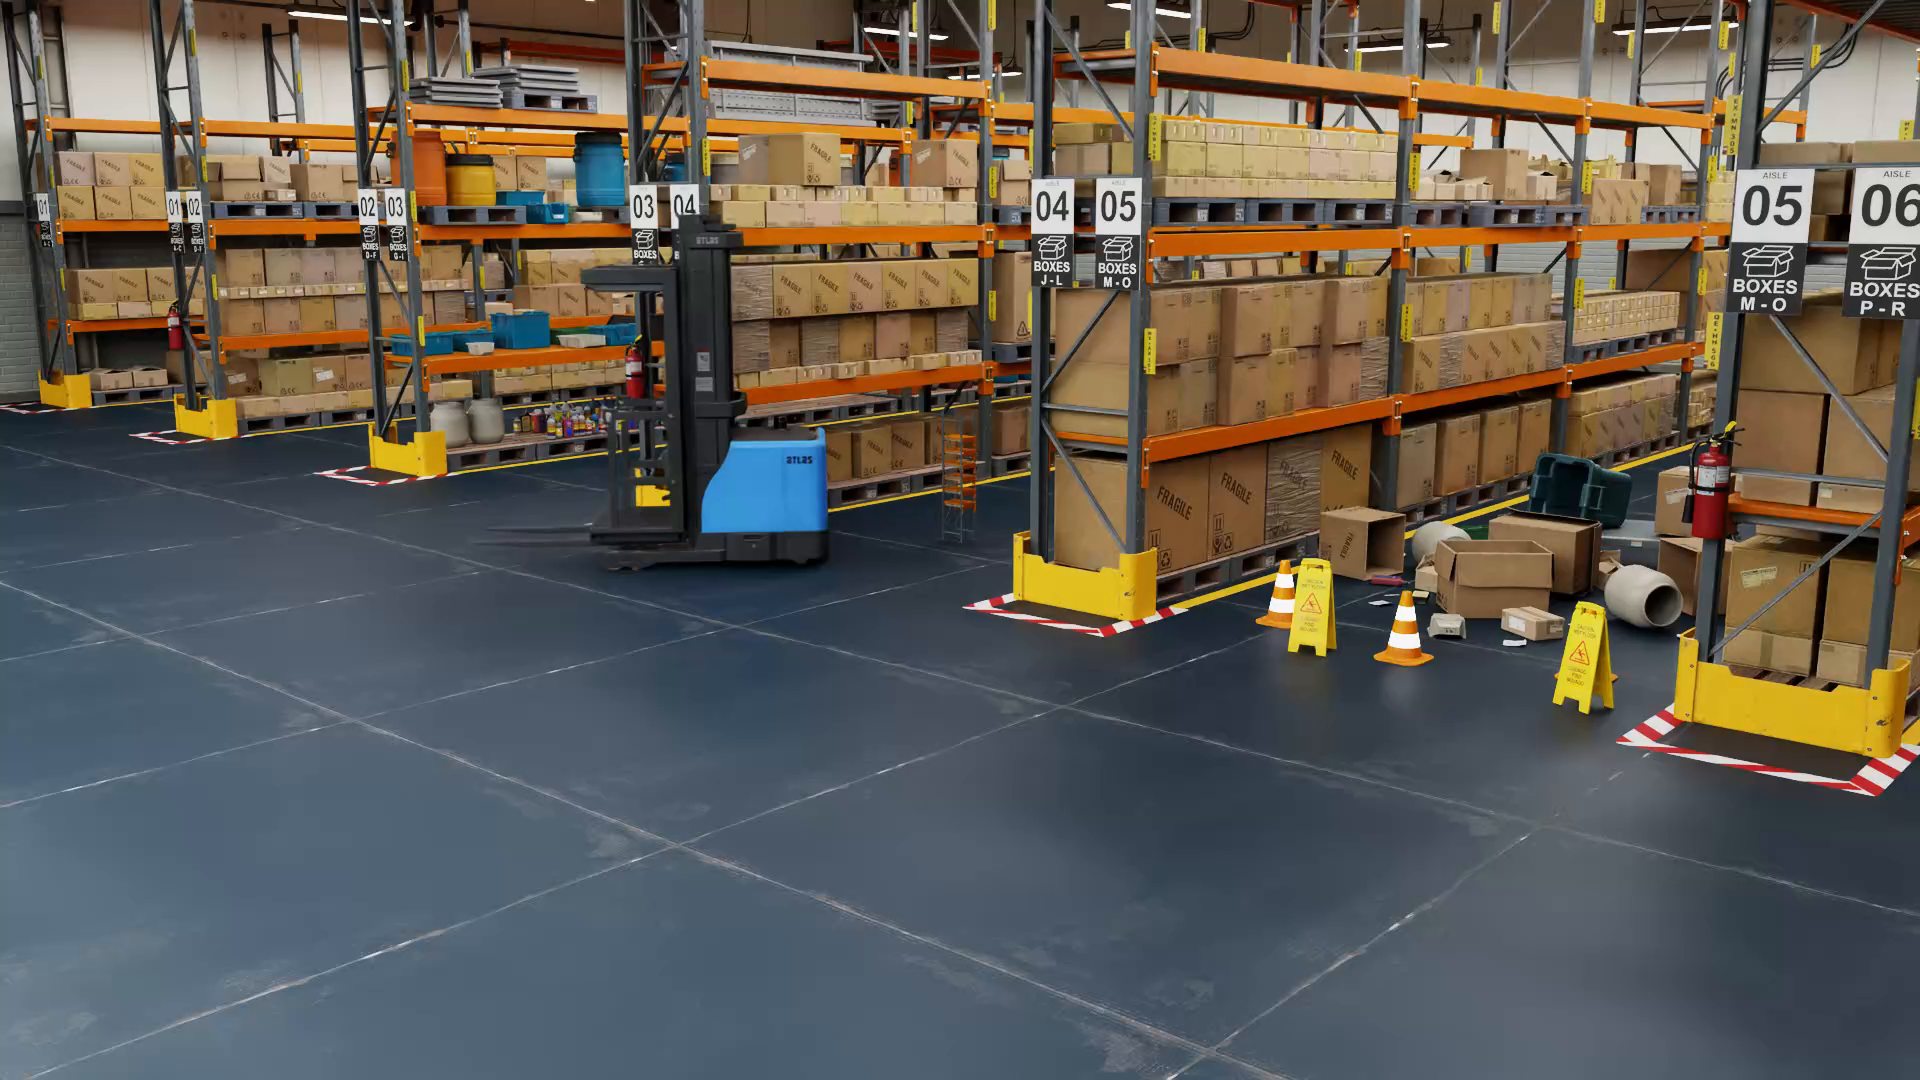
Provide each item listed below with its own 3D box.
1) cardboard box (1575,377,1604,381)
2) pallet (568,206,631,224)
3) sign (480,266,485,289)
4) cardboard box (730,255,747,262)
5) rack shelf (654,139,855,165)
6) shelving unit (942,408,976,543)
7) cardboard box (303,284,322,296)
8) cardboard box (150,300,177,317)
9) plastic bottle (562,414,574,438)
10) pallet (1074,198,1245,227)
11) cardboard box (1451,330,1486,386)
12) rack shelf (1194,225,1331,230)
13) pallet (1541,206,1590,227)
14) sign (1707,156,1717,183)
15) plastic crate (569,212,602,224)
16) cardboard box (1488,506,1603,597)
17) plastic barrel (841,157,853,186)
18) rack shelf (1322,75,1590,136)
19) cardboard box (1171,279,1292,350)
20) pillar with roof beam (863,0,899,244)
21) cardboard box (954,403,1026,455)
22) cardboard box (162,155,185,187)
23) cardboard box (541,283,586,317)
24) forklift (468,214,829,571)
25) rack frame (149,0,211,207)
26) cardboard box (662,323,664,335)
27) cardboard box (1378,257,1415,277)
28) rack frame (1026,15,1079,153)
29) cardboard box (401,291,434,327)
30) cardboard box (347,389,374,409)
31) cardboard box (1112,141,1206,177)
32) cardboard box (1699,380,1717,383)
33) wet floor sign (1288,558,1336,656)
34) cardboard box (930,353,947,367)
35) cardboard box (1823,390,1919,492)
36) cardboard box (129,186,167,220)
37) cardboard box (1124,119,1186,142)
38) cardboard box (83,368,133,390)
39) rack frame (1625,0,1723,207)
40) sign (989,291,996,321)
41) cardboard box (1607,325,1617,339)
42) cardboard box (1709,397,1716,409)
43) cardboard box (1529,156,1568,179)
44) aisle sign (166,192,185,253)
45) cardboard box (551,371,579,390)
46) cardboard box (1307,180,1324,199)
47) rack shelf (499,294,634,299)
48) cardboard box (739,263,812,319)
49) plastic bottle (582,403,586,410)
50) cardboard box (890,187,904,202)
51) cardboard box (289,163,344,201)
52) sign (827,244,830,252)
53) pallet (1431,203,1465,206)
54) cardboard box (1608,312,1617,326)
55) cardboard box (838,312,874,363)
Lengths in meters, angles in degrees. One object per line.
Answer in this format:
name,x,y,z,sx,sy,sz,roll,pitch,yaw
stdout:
cardboard box,7.503,-1.858,20.287,0.500,0.250,0.500,11,15,42
pallet,-4.184,-4.116,21.026,1.213,0.211,1.003,10,15,40
sign,-7.082,-3.890,24.654,0.100,0.325,0.005,10,15,40
cardboard box,-5.086,-5.646,35.095,0.980,0.700,0.700,9,15,39
rack shelf,-3.539,-6.774,29.046,1.077,0.370,4.000,10,15,40
shelving unit,-0.010,-0.586,15.122,0.258,1.200,0.189,10,15,40
cardboard box,-9.039,-3.459,22.996,0.380,0.149,0.250,9,14,38
cardboard box,-12.630,-3.669,26.292,0.500,0.250,0.500,9,15,39
plastic bottle,-4.828,-1.410,20.461,0.061,0.283,0.133,10,15,41
pallet,1.439,-2.510,12.726,1.003,0.211,1.213,10,15,40
cardboard box,4.812,-1.800,16.347,0.500,0.500,0.500,10,15,40
rack shelf,3.900,-4.218,22.886,1.077,0.370,4.000,10,15,40
pallet,5.853,-3.426,17.567,1.213,0.211,1.003,11,16,43
sign,9.298,-4.584,20.558,0.100,0.325,0.005,10,15,40
plastic crate,-4.537,-3.910,20.184,0.243,0.136,0.396,10,15,40
cardboard box,4.611,0.086,13.186,0.797,0.637,0.503,10,15,40
plastic barrel,-1.846,-5.069,24.035,0.600,0.901,0.600,0,11,0
rack shelf,4.918,-4.248,16.400,1.077,0.370,4.000,10,15,40
cardboard box,2.249,-1.877,13.850,0.875,0.550,0.500,10,15,40
pillar with roof beam,1.064,-8.798,36.323,9.100,9.000,0.548,10,15,40
cardboard box,0.360,-1.294,19.329,0.700,0.500,0.500,8,14,36
cardboard box,-12.744,-5.891,26.569,0.500,0.500,0.500,10,15,40
cardboard box,-6.302,-3.809,26.407,0.500,0.500,0.500,10,15,40
forklift,-2.666,-1.286,14.203,3.031,2.935,1.130,-1,11,-5
rack frame,-10.140,-5.851,21.571,1.000,3.000,0.127,10,15,40
cardboard box,-6.274,-4.354,33.808,0.750,0.750,0.750,10,15,41
cardboard box,7.011,-4.313,26.894,0.500,0.500,0.500,9,15,39
rack frame,1.499,-6.976,27.201,1.000,3.000,0.127,10,15,40
cardboard box,-8.131,-3.402,24.371,0.700,0.500,0.500,10,15,40
cardboard box,-8.628,-2.038,23.741,0.500,0.250,0.500,10,15,40
cardboard box,1.469,-2.808,12.288,0.500,0.250,0.500,10,15,40
cardboard box,10.313,-2.088,22.731,0.380,0.149,0.250,10,15,41
wet floor sign,2.426,0.443,11.385,0.267,0.644,0.232,7,13,31
cardboard box,-0.364,-1.959,18.042,0.380,0.149,0.250,10,15,40
cardboard box,5.264,-0.576,9.458,0.500,0.500,0.500,9,15,39
cardboard box,-12.734,-5.247,25.899,0.500,0.500,0.500,11,16,43
cardboard box,1.417,-2.974,12.099,0.380,0.149,0.250,10,15,41
cardboard box,-13.340,-2.537,26.034,0.500,0.311,0.500,8,14,34
rack frame,8.879,-5.679,20.710,1.000,3.000,0.127,10,15,40
sign,0.352,-2.572,18.259,0.100,0.325,0.005,10,15,40
cardboard box,7.391,-2.430,19.327,0.380,0.149,0.250,10,15,42
cardboard box,9.972,-1.869,22.398,0.380,0.149,0.250,11,16,43
cardboard box,6.638,-4.215,18.826,0.396,0.266,0.258,10,15,40
aisle sign,-10.404,-4.213,22.045,0.394,0.787,0.004,10,15,40
cardboard box,-6.369,-2.534,26.229,0.500,0.250,0.500,9,15,39
cardboard box,2.758,-2.881,13.669,0.380,0.149,0.250,10,15,40
rack shelf,-7.263,-4.668,32.799,1.077,0.370,4.000,10,15,40
cardboard box,-1.798,-2.432,16.199,0.500,0.500,0.500,10,15,40
plastic bottle,-4.891,-1.629,21.559,0.061,0.283,0.133,11,15,43
cardboard box,-0.793,-3.576,17.204,0.380,0.149,0.250,11,15,42
cardboard box,-8.839,-4.913,22.846,0.500,0.500,0.500,10,15,40
sign,-2.904,-6.515,36.650,0.100,0.325,0.005,10,15,40
pallet,7.378,-5.299,26.690,1.003,0.211,1.213,10,15,40
cardboard box,7.391,-2.576,19.300,0.380,0.149,0.250,10,15,40
cardboard box,-1.377,-2.129,17.238,0.875,0.500,0.500,10,15,40
